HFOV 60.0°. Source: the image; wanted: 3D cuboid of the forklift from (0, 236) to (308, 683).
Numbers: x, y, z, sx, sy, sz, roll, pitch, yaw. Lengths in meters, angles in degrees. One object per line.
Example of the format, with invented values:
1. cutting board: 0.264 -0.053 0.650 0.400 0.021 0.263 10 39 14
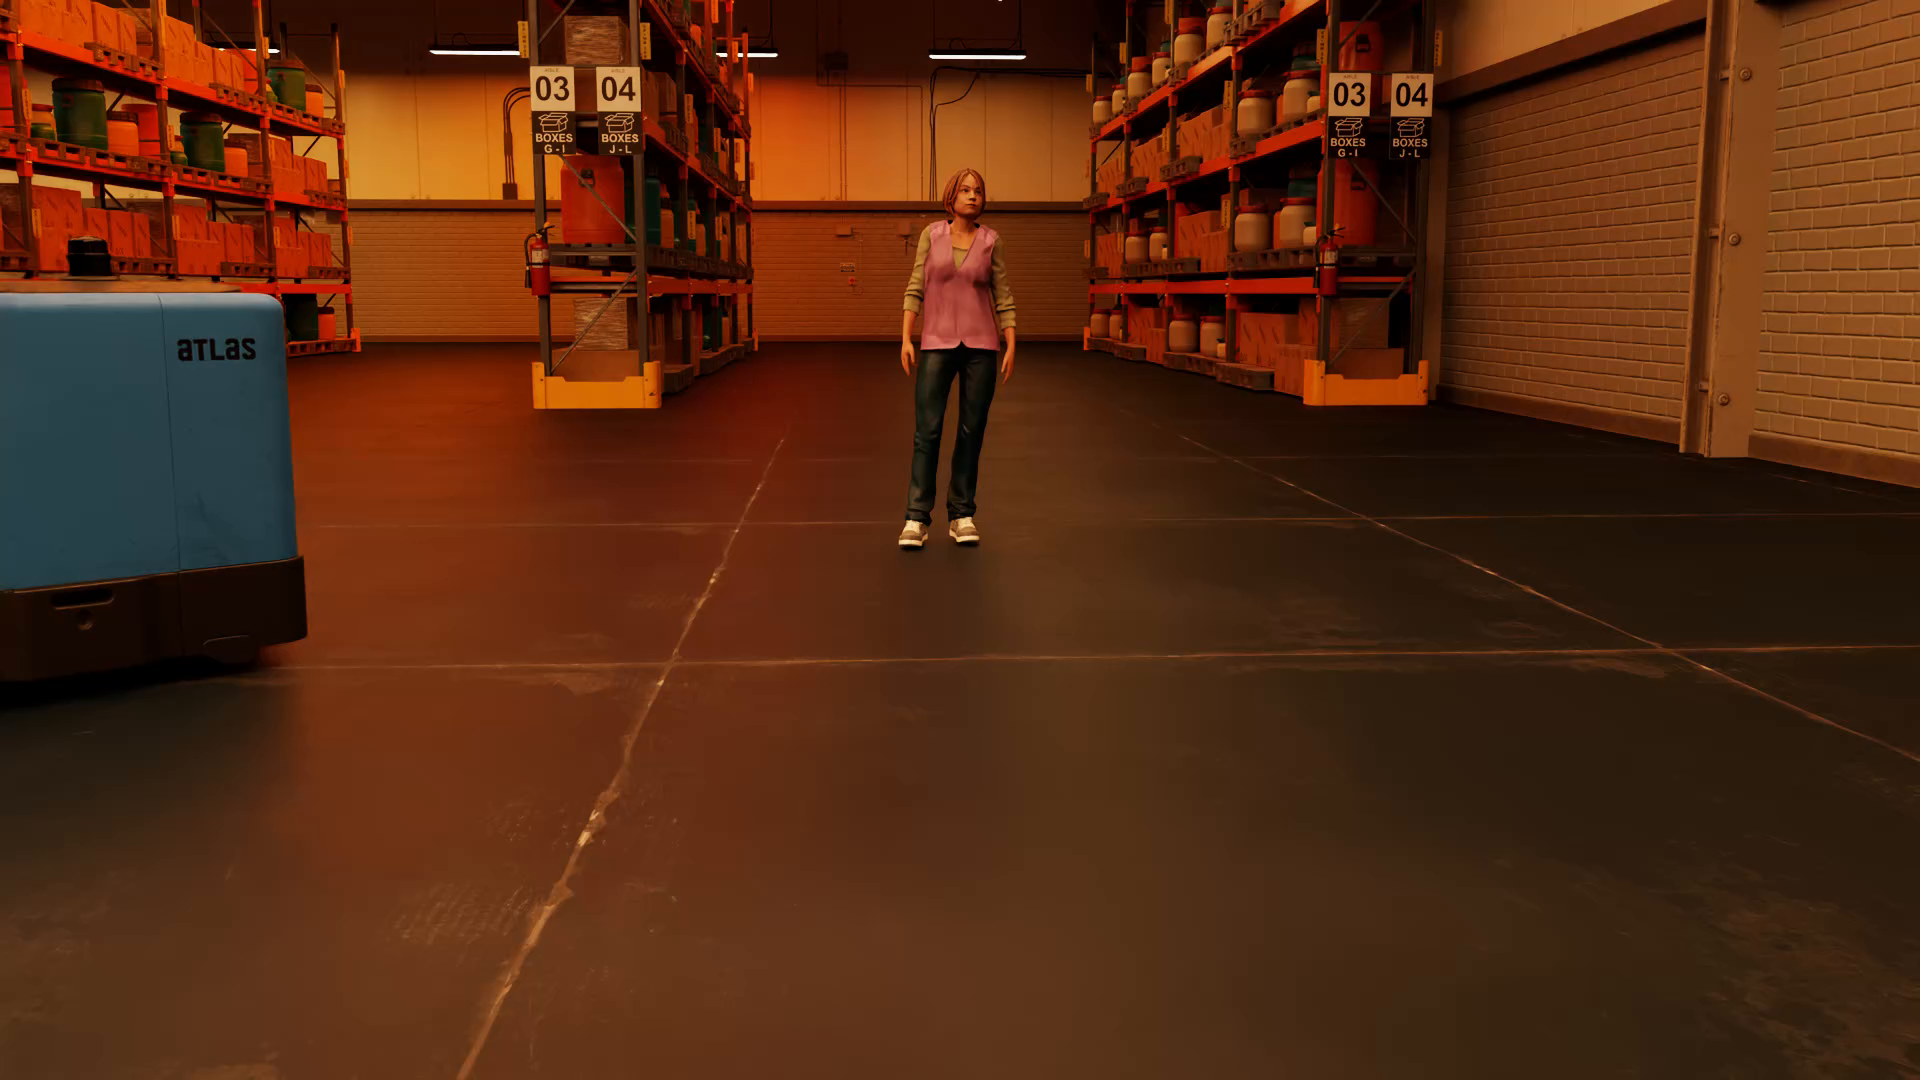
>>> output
1. forklift: -3.345 -0.995 4.031 3.031 2.935 1.130 -8 11 -42

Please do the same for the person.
1. person: -0.010 -0.786 7.118 0.520 1.597 0.476 -1 8 -4
